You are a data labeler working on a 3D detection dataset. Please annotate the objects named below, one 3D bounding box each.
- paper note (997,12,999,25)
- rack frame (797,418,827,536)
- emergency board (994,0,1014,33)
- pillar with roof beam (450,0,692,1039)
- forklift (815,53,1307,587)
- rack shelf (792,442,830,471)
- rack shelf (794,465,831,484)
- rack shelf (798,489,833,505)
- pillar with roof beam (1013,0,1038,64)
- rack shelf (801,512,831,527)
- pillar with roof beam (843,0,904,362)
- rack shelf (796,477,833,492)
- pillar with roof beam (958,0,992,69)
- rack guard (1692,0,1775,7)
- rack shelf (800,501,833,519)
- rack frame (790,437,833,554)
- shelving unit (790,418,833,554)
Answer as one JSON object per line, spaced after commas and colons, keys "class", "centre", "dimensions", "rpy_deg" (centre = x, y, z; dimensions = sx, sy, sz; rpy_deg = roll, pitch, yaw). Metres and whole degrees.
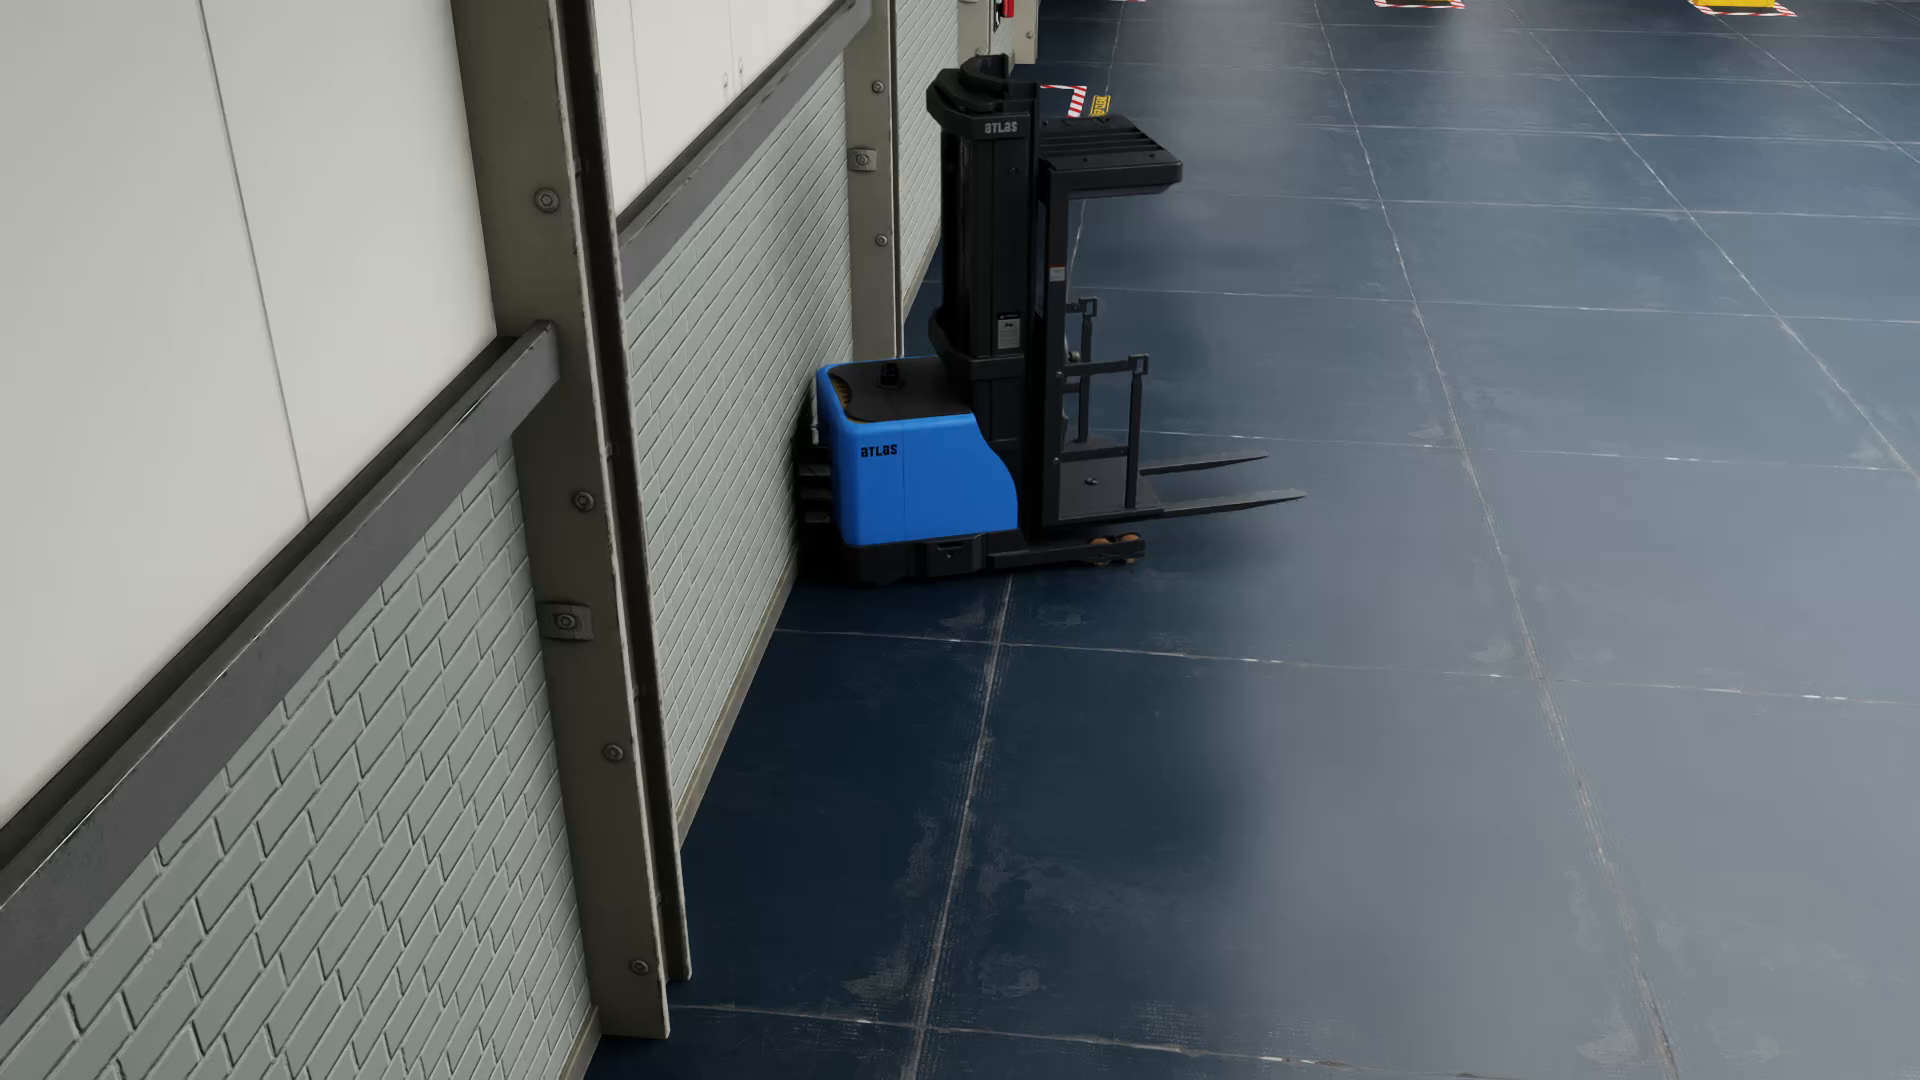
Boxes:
{"class": "paper note", "centre": [0.452, -6.235, 19.881], "dimensions": [0.016, 0.148, 0.142], "rpy_deg": [3, 28, 6]}
{"class": "rack frame", "centre": [-0.836, -0.378, 10.249], "dimensions": [0.240, 0.900, 0.006], "rpy_deg": [2, 39, 7]}
{"class": "emergency board", "centre": [0.542, -6.702, 19.819], "dimensions": [0.194, 1.169, 0.643], "rpy_deg": [3, 28, 6]}
{"class": "pillar with roof beam", "centre": [2.950, -1.781, 4.360], "dimensions": [9.100, 9.000, 0.400], "rpy_deg": [3, 28, 6]}
{"class": "forklift", "centre": [0.667, -1.370, 9.995], "dimensions": [3.031, 2.935, 1.130], "rpy_deg": [-6, 29, -12]}
{"class": "rack shelf", "centre": [-0.862, -0.499, 10.023], "dimensions": [0.258, 0.077, 0.200], "rpy_deg": [2, 39, 7]}
{"class": "rack shelf", "centre": [-0.857, -0.429, 10.079], "dimensions": [0.258, 0.077, 0.200], "rpy_deg": [2, 39, 7]}
{"class": "rack shelf", "centre": [-0.846, -0.288, 10.191], "dimensions": [0.258, 0.077, 0.200], "rpy_deg": [2, 39, 7]}
{"class": "pillar with roof beam", "centre": [5.155, -10.254, 20.087], "dimensions": [9.100, 9.000, 0.400], "rpy_deg": [3, 28, 6]}
{"class": "rack shelf", "centre": [-0.836, -0.148, 10.303], "dimensions": [0.258, 0.077, 0.200], "rpy_deg": [2, 39, 7]}
{"class": "pillar with roof beam", "centre": [3.685, -4.605, 9.602], "dimensions": [9.100, 9.000, 0.400], "rpy_deg": [3, 28, 6]}
{"class": "rack shelf", "centre": [-0.851, -0.358, 10.135], "dimensions": [0.258, 0.077, 0.200], "rpy_deg": [2, 39, 7]}
{"class": "pillar with roof beam", "centre": [4.420, -7.429, 14.845], "dimensions": [9.100, 9.000, 0.400], "rpy_deg": [3, 28, 6]}
{"class": "rack guard", "centre": [12.186, -8.670, 26.107], "dimensions": [1.175, 0.500, 0.348], "rpy_deg": [3, 28, 6]}
{"class": "rack shelf", "centre": [-0.841, -0.218, 10.247], "dimensions": [0.258, 0.077, 0.200], "rpy_deg": [2, 39, 7]}
{"class": "rack frame", "centre": [-0.860, -0.251, 10.092], "dimensions": [0.240, 0.900, 0.006], "rpy_deg": [2, 39, 7]}
{"class": "shelving unit", "centre": [-0.848, -0.314, 10.171], "dimensions": [0.258, 0.900, 0.210], "rpy_deg": [2, 39, 7]}
